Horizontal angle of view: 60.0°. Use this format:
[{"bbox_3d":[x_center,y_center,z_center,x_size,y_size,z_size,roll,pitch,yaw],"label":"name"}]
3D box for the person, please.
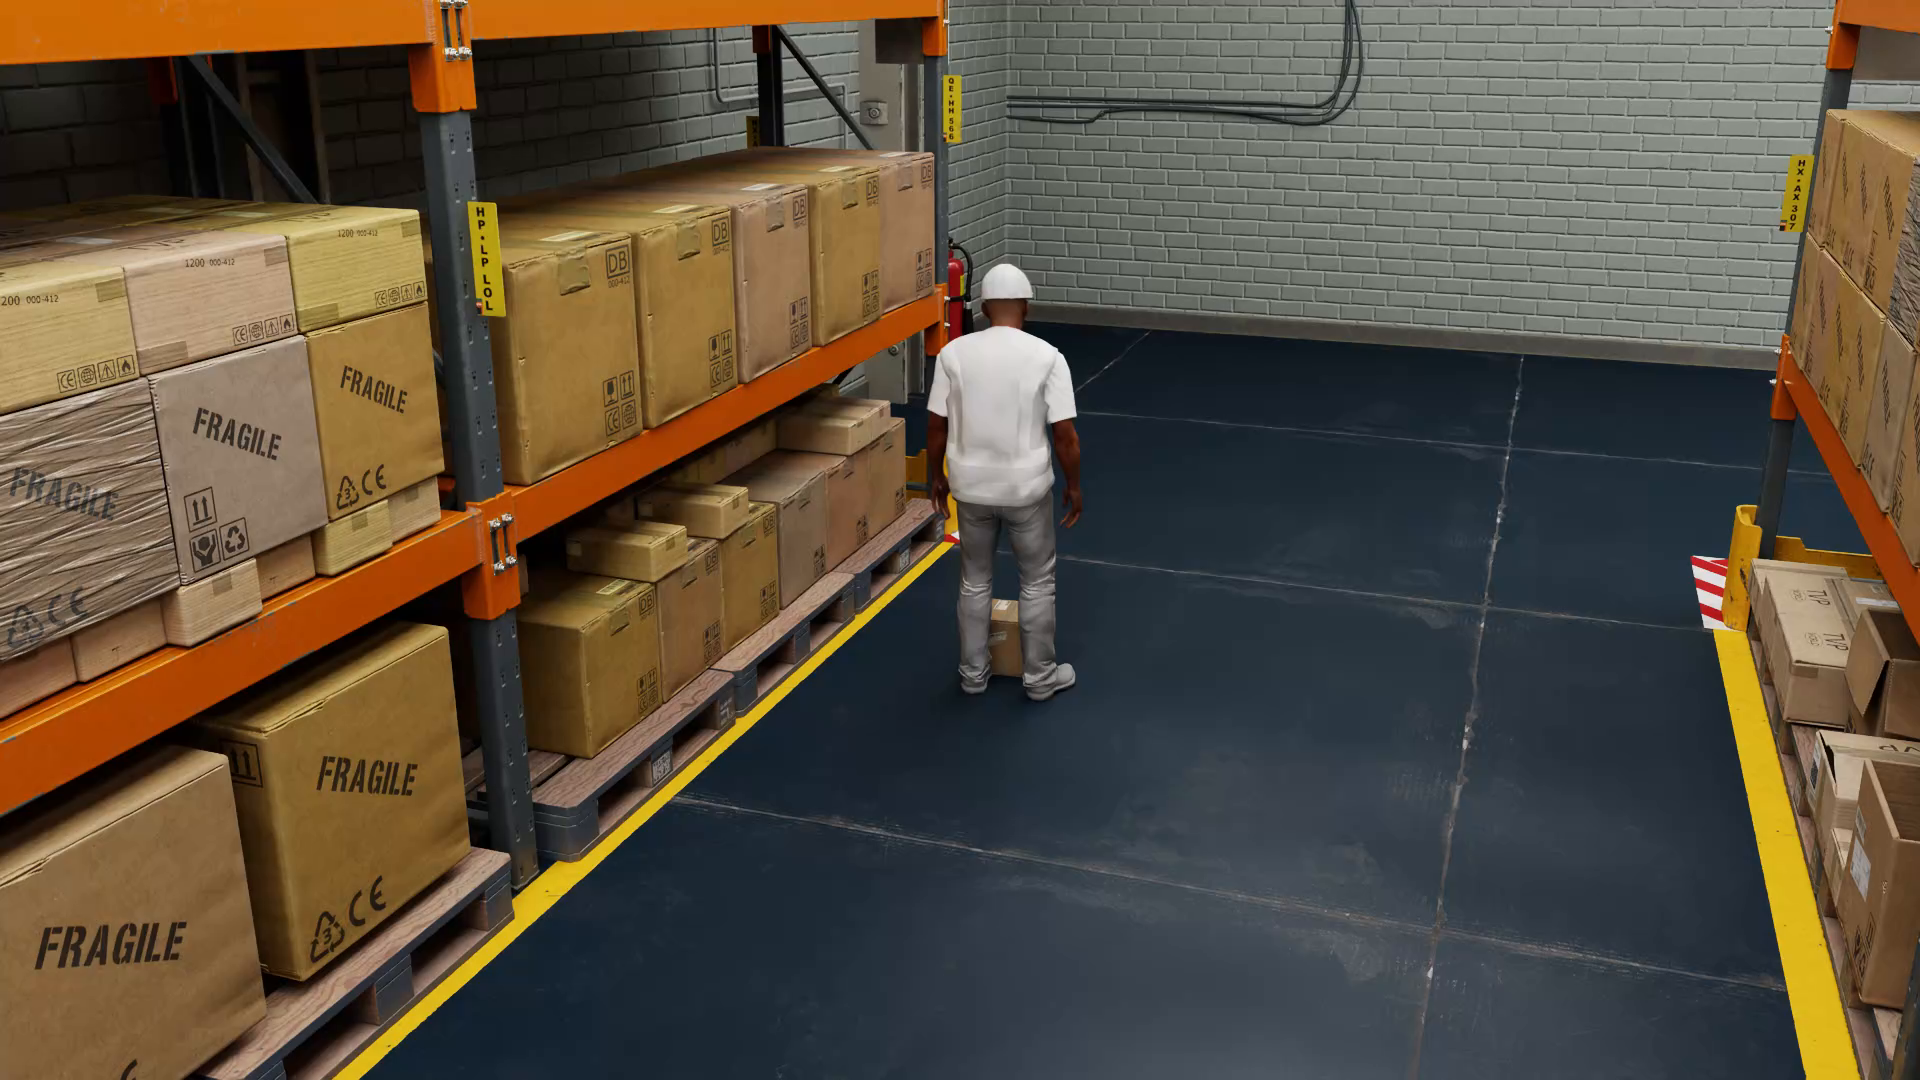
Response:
[{"bbox_3d":[0.183,-0.224,6.700,0.633,1.760,0.463,6,19,16],"label":"person"}]
